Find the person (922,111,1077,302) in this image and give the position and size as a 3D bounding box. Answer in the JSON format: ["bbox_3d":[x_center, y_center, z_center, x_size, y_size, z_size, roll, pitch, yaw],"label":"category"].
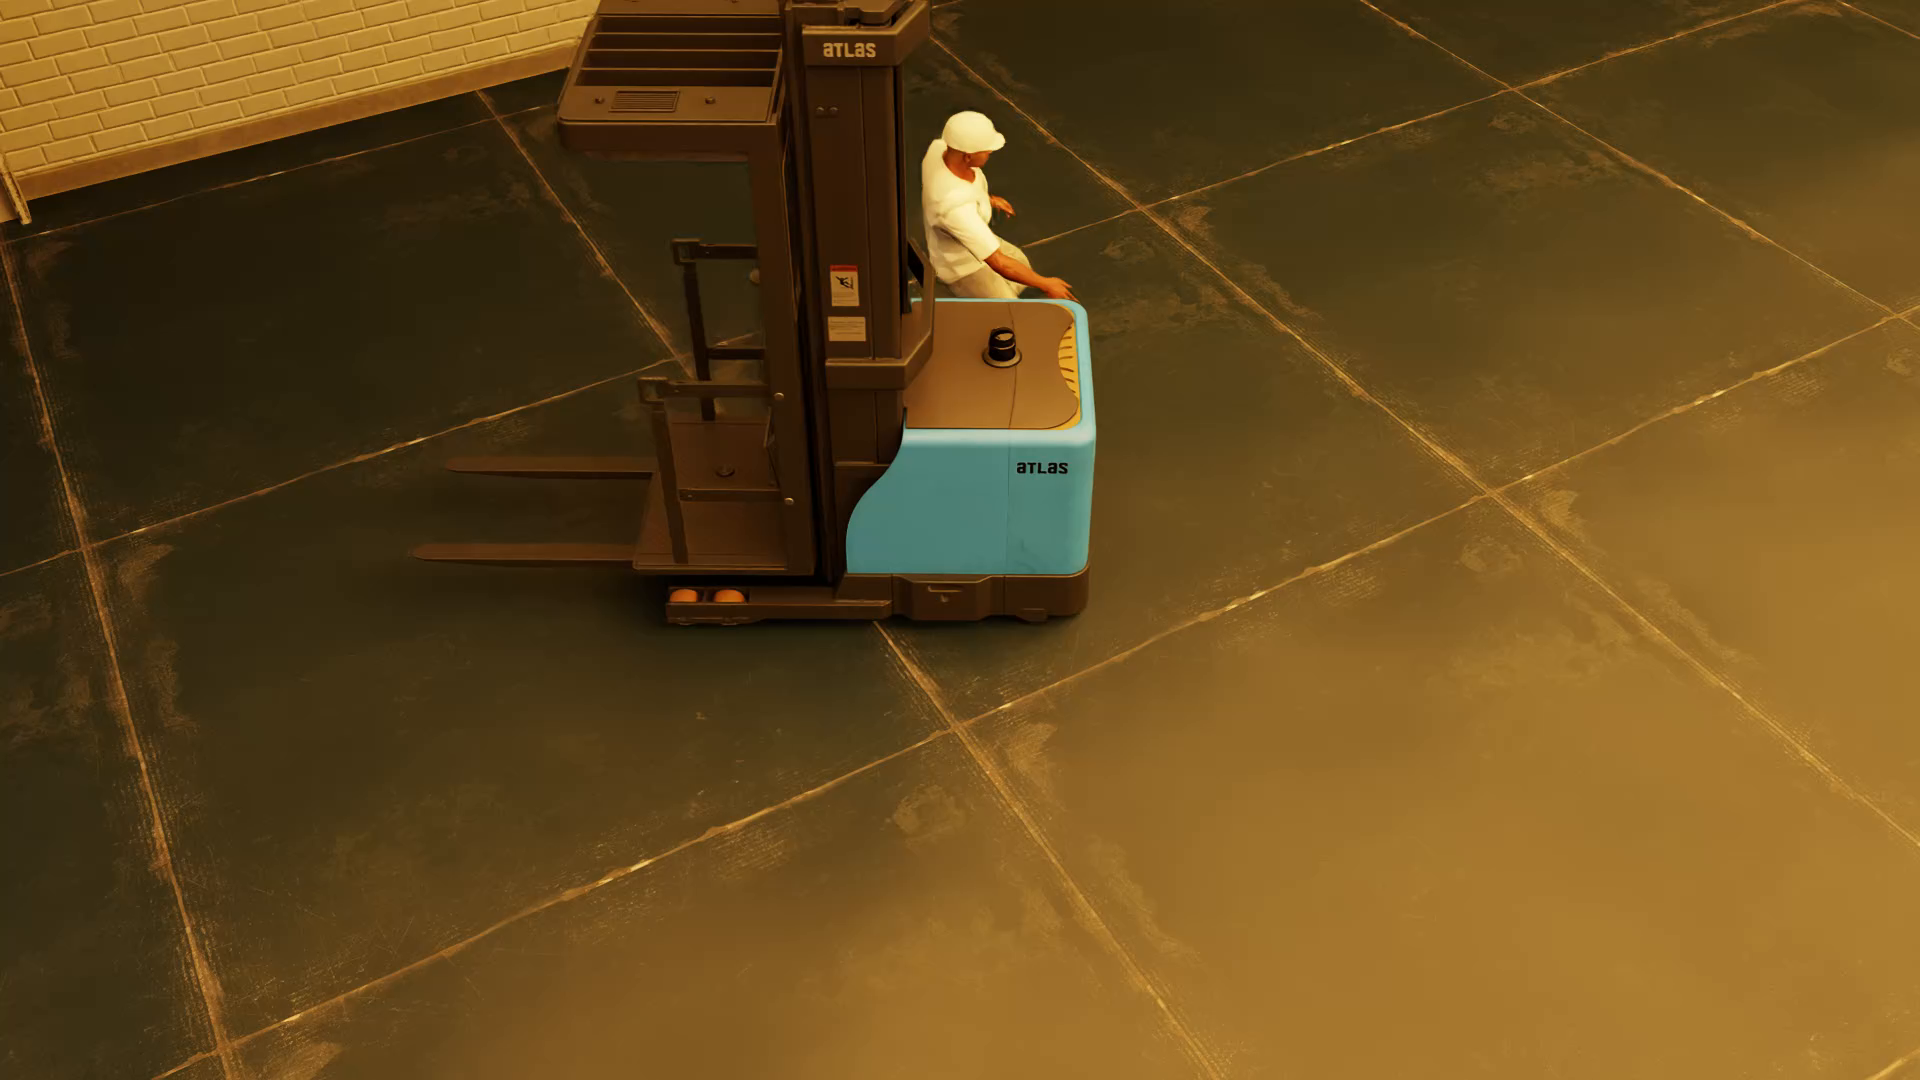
[{"bbox_3d":[0.177,-1.391,8.136,0.713,1.624,0.822,-3,43,-3],"label":"person"}]

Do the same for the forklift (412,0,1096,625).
[{"bbox_3d":[-0.939,-1.053,6.833,3.031,2.935,1.130,0,43,0],"label":"forklift"}]
